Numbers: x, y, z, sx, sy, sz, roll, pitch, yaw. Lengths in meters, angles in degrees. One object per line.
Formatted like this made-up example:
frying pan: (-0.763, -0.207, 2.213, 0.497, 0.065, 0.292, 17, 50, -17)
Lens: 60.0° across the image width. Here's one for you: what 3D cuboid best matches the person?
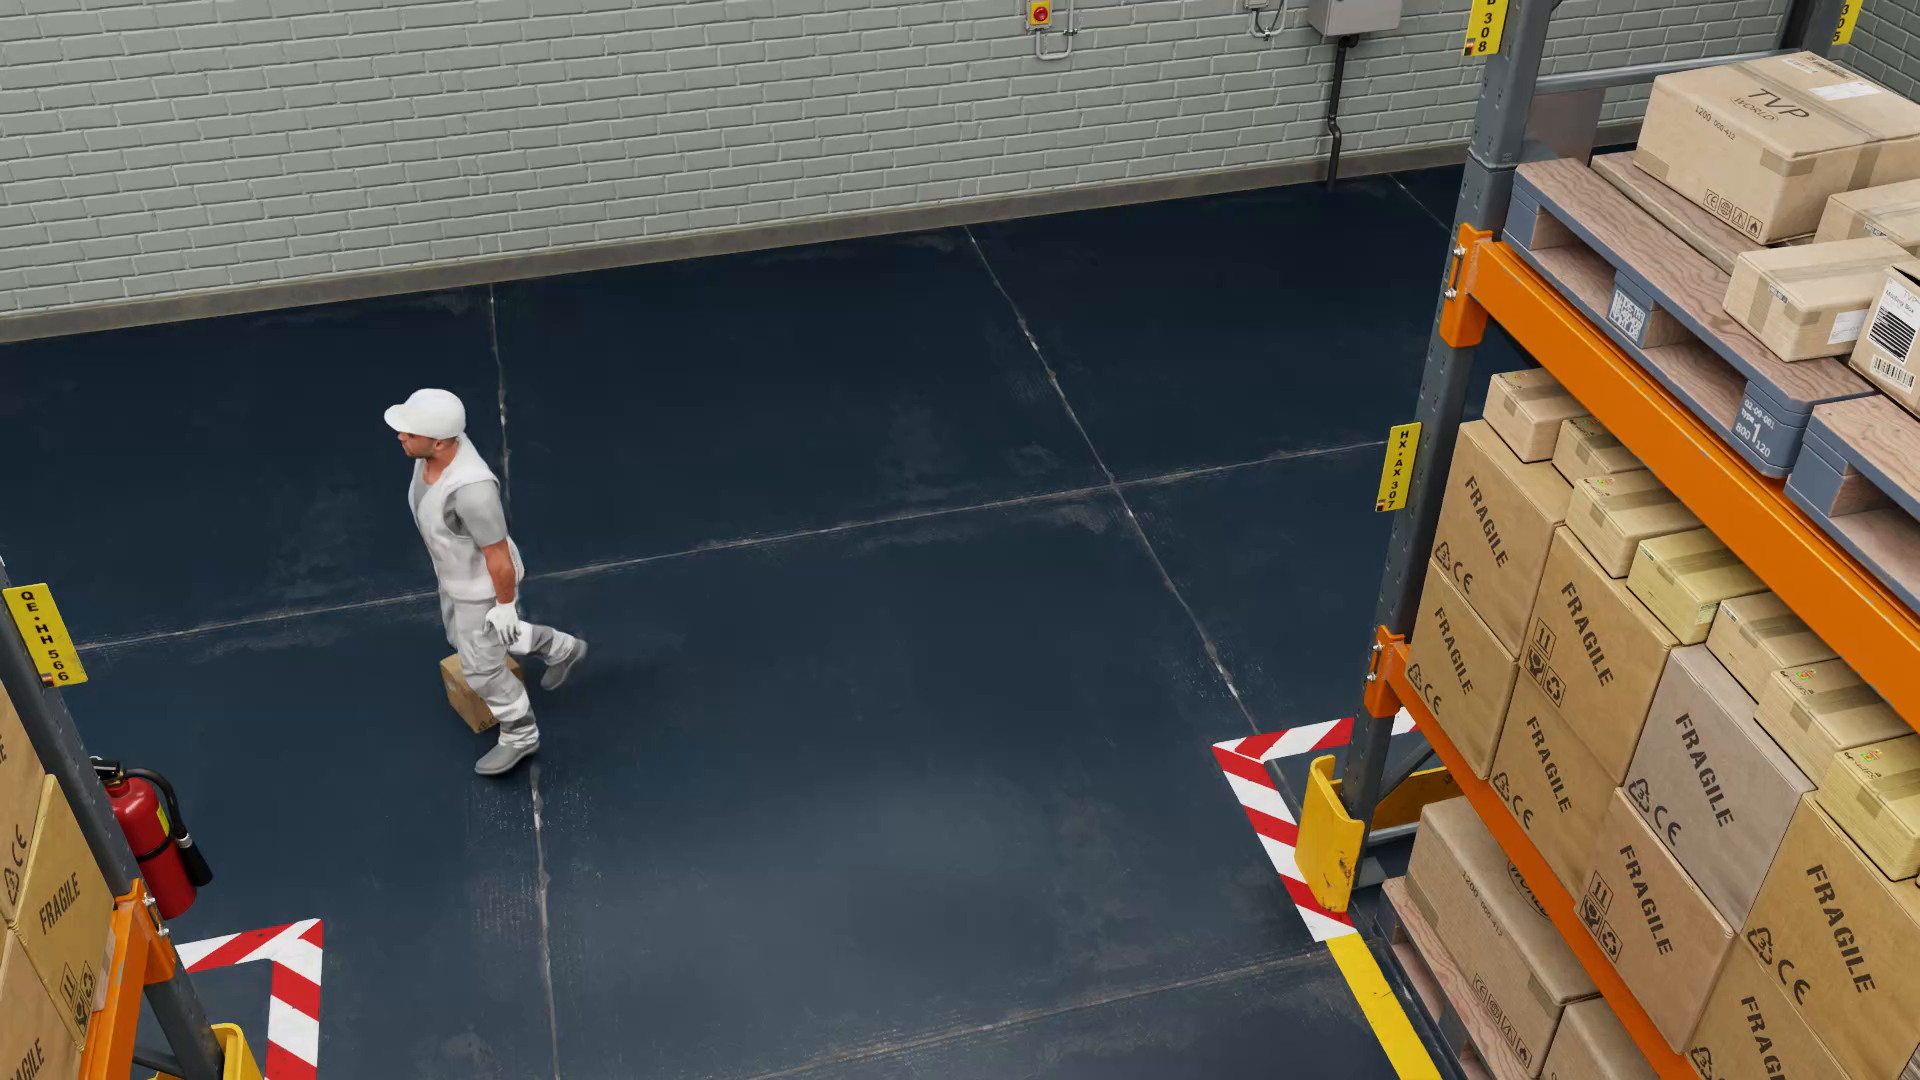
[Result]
person: (-1.809, 0.104, 6.541, 0.614, 1.778, 0.610, -20, 42, -24)
